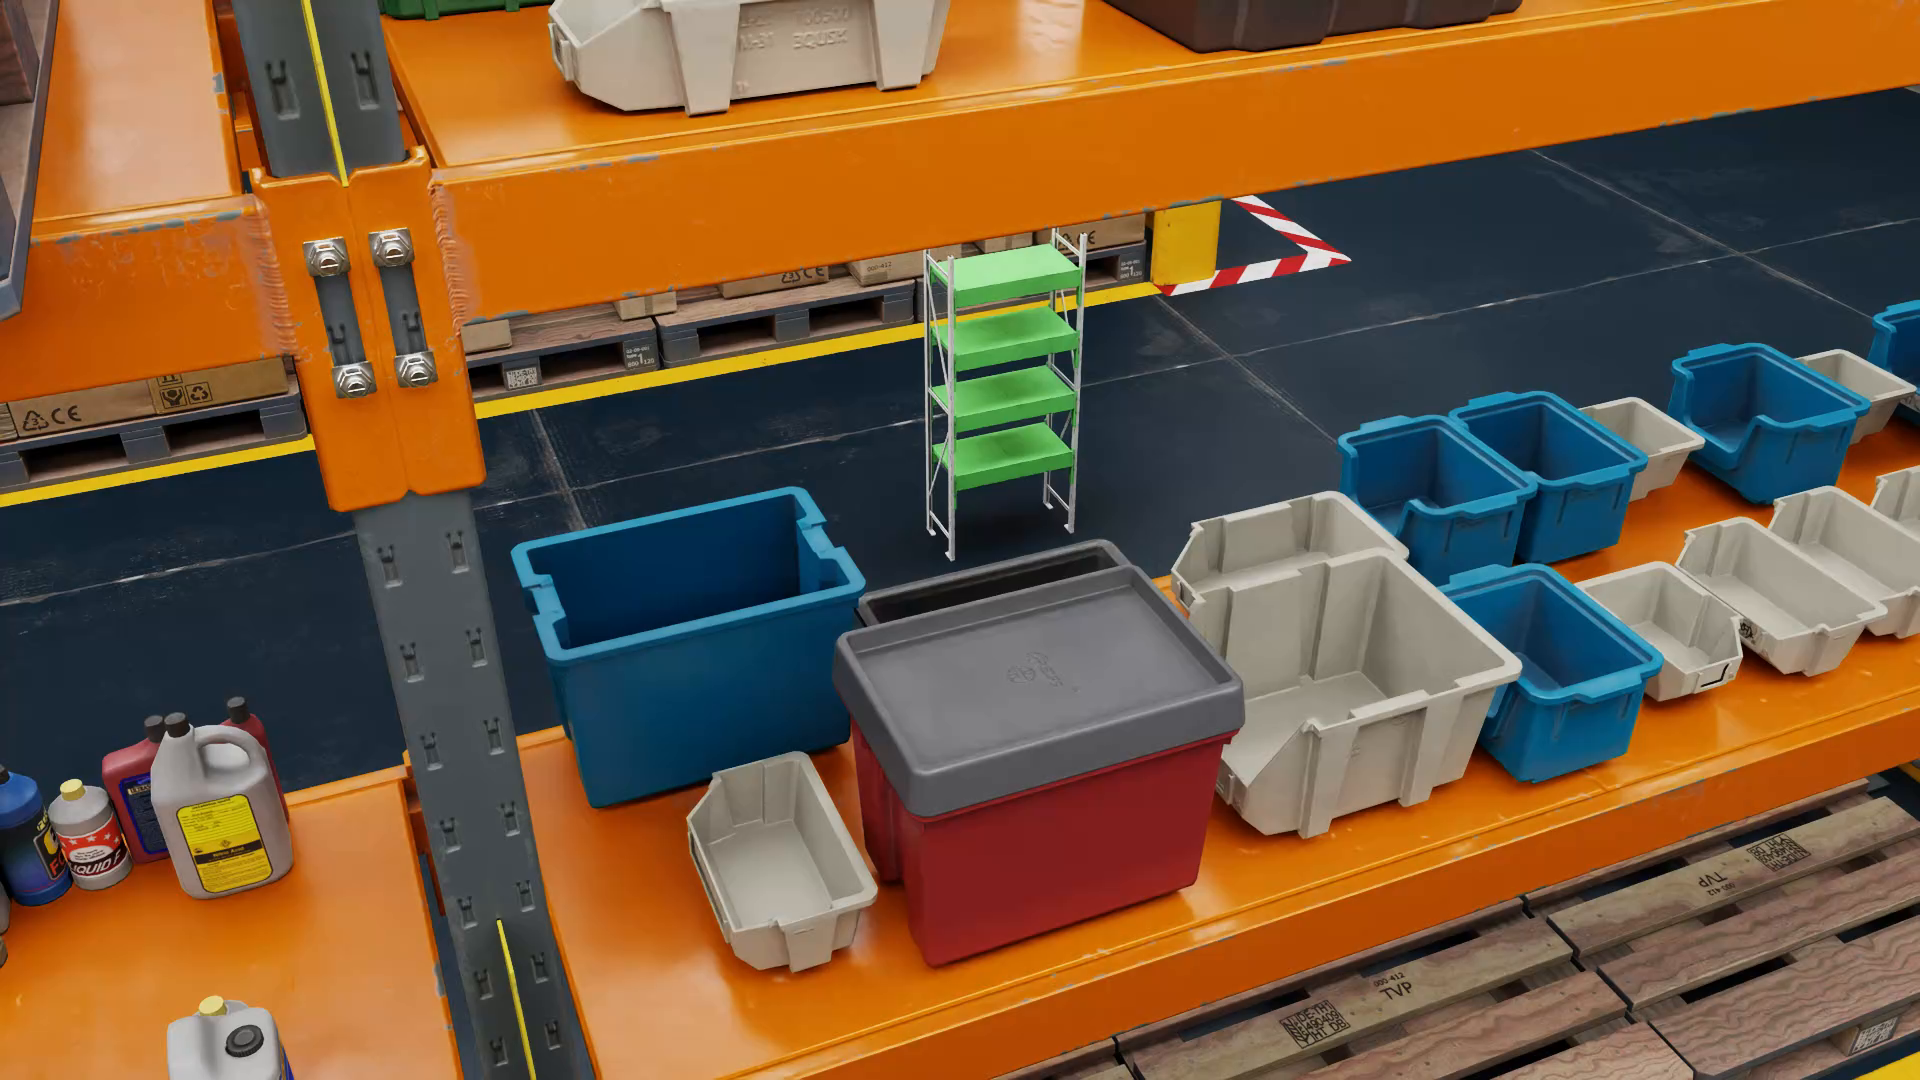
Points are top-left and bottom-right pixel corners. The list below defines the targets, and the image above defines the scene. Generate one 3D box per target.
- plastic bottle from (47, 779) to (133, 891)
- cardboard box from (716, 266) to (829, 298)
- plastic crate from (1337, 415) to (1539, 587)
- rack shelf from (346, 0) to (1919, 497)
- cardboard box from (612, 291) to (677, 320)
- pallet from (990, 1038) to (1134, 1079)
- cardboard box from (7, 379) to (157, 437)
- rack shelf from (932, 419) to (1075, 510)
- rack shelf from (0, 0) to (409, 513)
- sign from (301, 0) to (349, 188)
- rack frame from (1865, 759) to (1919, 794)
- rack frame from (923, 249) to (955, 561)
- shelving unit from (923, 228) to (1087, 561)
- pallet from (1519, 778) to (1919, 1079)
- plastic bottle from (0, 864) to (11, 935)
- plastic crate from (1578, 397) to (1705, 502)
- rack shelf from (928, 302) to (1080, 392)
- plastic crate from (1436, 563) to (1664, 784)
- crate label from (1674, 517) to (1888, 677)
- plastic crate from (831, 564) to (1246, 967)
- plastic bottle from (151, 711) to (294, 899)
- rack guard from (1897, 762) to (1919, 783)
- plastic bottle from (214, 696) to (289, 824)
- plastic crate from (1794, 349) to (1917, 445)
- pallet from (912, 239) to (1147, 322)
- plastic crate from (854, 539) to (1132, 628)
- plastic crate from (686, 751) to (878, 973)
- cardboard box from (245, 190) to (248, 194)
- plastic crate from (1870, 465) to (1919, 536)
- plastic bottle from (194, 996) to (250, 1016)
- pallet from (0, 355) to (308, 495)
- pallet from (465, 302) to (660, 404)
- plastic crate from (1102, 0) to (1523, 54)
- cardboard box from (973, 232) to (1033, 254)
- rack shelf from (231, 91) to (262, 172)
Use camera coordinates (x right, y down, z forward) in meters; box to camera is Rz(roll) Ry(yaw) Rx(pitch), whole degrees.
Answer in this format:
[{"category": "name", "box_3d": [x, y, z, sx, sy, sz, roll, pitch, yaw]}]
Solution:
[{"category": "plastic bottle", "box_3d": [-1.524, 0.506, 2.905, 0.097, 0.201, 0.097, 0, 33, 0]}, {"category": "cardboard box", "box_3d": [-0.982, -1.531, 7.739, 0.637, 0.503, 0.797, -13, 35, -19]}, {"category": "plastic crate", "box_3d": [1.044, -0.074, 3.712, 0.300, 0.233, 0.416, -13, 35, -19]}, {"category": "rack shelf", "box_3d": [1.046, -0.880, 2.762, 4.000, 0.370, 1.077, -13, 35, -19]}, {"category": "cardboard box", "box_3d": [-1.448, -1.158, 7.474, 0.250, 0.166, 0.380, -13, 35, -19]}, {"category": "pallet", "box_3d": [-0.135, 1.492, 3.764, 1.213, 0.211, 1.003, -13, 35, -19]}, {"category": "cardboard box", "box_3d": [-3.515, -0.782, 6.590, 0.500, 0.500, 0.500, -13, 35, -19]}, {"category": "rack shelf", "box_3d": [0.153, -0.283, 6.142, 0.480, 0.148, 0.258, -13, 35, -19]}, {"category": "rack shelf", "box_3d": [-2.642, -0.036, 1.464, 4.000, 0.370, 1.077, -13, 35, -19]}, {"category": "sign", "box_3d": [-0.587, -0.486, 1.489, 0.005, 0.325, 0.100, -13, 35, -19]}, {"category": "rack frame", "box_3d": [2.890, -0.347, 4.033, 0.127, 3.000, 1.000, -13, 35, -19]}, {"category": "rack frame", "box_3d": [-0.072, -0.486, 5.897, 0.015, 1.200, 0.240, -13, 35, -19]}, {"category": "shelving unit", "box_3d": [0.153, -0.538, 5.976, 0.503, 1.200, 0.258, -13, 35, -19]}, {"category": "pallet", "box_3d": [2.114, 0.977, 4.556, 1.213, 0.211, 1.003, -13, 35, -19]}, {"category": "plastic bottle", "box_3d": [-1.710, 0.533, 2.794, 0.135, 0.276, 0.152, -13, 35, -19]}, {"category": "plastic crate", "box_3d": [1.582, -0.206, 4.002, 0.298, 0.136, 0.250, -13, 35, -19]}, {"category": "rack shelf", "box_3d": [0.153, -0.685, 5.880, 0.480, 0.148, 0.258, -13, 35, -19]}, {"category": "plastic crate", "box_3d": [1.096, 0.261, 3.197, 0.300, 0.233, 0.416, -13, 35, -19]}, {"category": "crate label", "box_3d": [1.688, 0.127, 3.492, 0.243, 0.136, 0.396, -13, 35, -19]}, {"category": "plastic crate", "box_3d": [0.122, 0.383, 2.797, 0.583, 0.464, 0.402, -13, 35, -19]}, {"category": "plastic bottle", "box_3d": [-1.286, 0.438, 2.871, 0.185, 0.351, 0.144, -13, 35, -19]}, {"category": "rack guard", "box_3d": [2.907, 0.689, 4.732, 0.348, 0.500, 1.175, -13, 35, -19]}, {"category": "plastic bottle", "box_3d": [-1.302, 0.409, 2.977, 0.133, 0.283, 0.061, -13, 35, -19]}, {"category": "plastic crate", "box_3d": [2.207, -0.349, 4.222, 0.298, 0.136, 0.250, -13, 35, -19]}, {"category": "pallet", "box_3d": [0.171, -1.485, 8.339, 1.213, 0.211, 1.003, -13, 35, -19]}, {"category": "plastic crate", "box_3d": [0.130, 0.216, 3.364, 0.590, 0.125, 0.437, -13, 35, -19]}, {"category": "plastic crate", "box_3d": [-0.314, 0.557, 2.831, 0.243, 0.136, 0.396, -13, 35, -19]}, {"category": "cardboard box", "box_3d": [-3.253, -1.151, 7.157, 0.500, 0.500, 0.500, -15, 36, -21]}, {"category": "plastic crate", "box_3d": [2.208, 0.002, 3.684, 0.243, 0.136, 0.396, -13, 35, -19]}, {"category": "plastic bottle", "box_3d": [-1.102, 0.768, 2.502, 0.097, 0.201, 0.097, 0, 33, 0]}, {"category": "pallet", "box_3d": [-3.448, -0.634, 7.032, 1.213, 0.211, 1.003, -13, 35, -19]}, {"category": "pallet", "box_3d": [-2.079, -0.970, 7.547, 1.213, 0.211, 1.003, -13, 35, -19]}, {"category": "plastic crate", "box_3d": [0.453, -0.829, 2.144, 0.590, 0.269, 0.497, -13, 35, -19]}, {"category": "cardboard box", "box_3d": [0.161, -1.556, 8.086, 0.250, 0.166, 0.380, -13, 35, -19]}, {"category": "rack shelf", "box_3d": [-4.556, -1.270, 6.111, 4.000, 0.370, 1.077, -13, 35, -19]}]
